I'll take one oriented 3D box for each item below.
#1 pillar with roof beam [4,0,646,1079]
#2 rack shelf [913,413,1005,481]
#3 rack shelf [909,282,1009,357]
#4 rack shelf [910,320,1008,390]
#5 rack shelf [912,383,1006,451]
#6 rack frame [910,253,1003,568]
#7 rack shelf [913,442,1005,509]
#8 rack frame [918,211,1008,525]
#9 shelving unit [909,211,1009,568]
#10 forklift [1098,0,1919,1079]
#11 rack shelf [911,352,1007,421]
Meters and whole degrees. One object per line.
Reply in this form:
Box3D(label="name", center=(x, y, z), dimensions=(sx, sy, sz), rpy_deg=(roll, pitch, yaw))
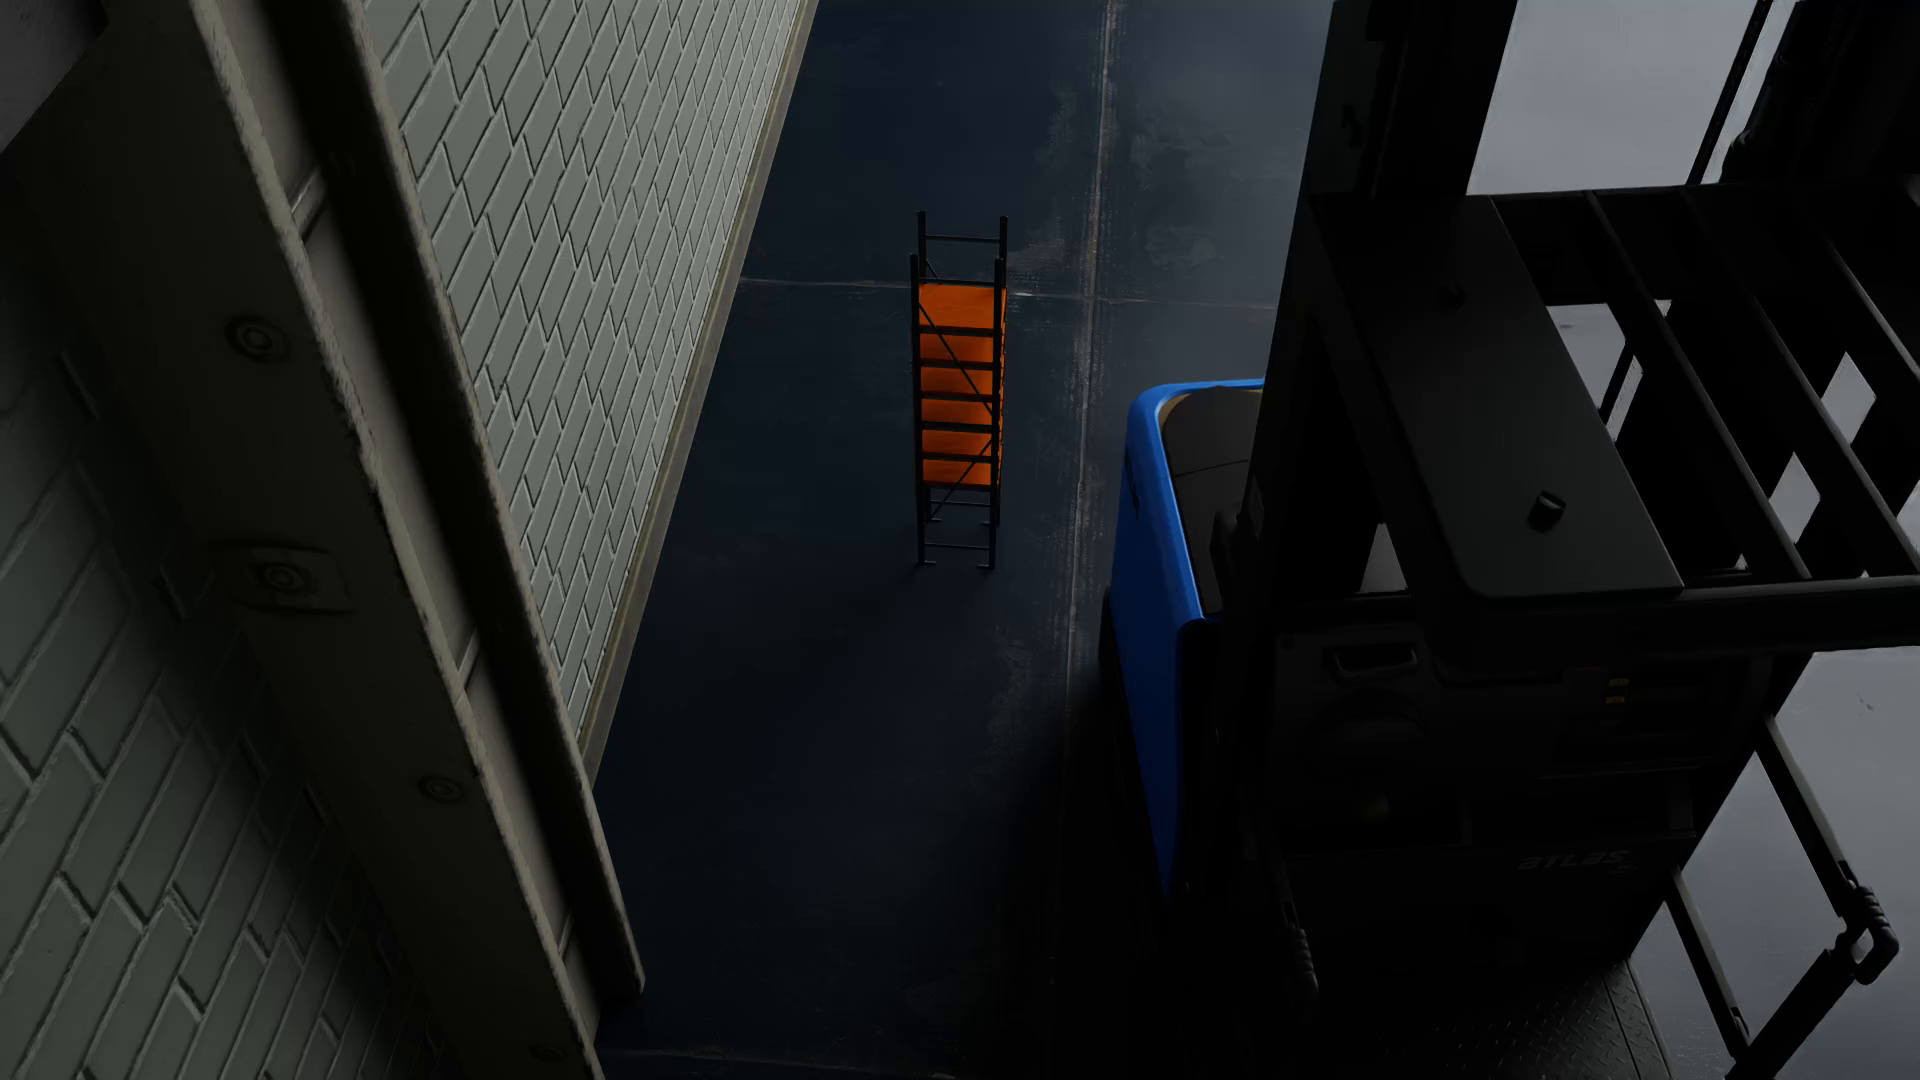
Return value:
Box3D(label="pillar with roof beam", center=(3.316, -1.504, 0.527), dimensions=(9.100, 9.000, 0.400), rpy_deg=(4, 48, 4))
Box3D(label="rack shelf", center=(-0.001, -0.283, 4.919), dimensions=(0.258, 0.103, 0.180), rpy_deg=(4, 48, 4))
Box3D(label="rack shelf", center=(-0.001, -0.607, 4.565), dimensions=(0.258, 0.103, 0.180), rpy_deg=(4, 48, 4))
Box3D(label="rack shelf", center=(-0.001, -0.526, 4.653), dimensions=(0.258, 0.103, 0.180), rpy_deg=(4, 48, 4))
Box3D(label="rack shelf", center=(-0.001, -0.364, 4.830), dimensions=(0.258, 0.103, 0.180), rpy_deg=(4, 48, 4))
Box3D(label="rack frame", center=(-0.010, -0.327, 4.736), dimensions=(0.240, 1.200, 0.006), rpy_deg=(4, 48, 4))
Box3D(label="rack shelf", center=(-0.001, -0.202, 5.007), dimensions=(0.258, 0.103, 0.180), rpy_deg=(4, 48, 4))
Box3D(label="rack frame", center=(0.007, -0.462, 4.859), dimensions=(0.240, 1.200, 0.006), rpy_deg=(4, 48, 4))
Box3D(label="shelving unit", center=(-0.001, -0.394, 4.798), dimensions=(0.258, 1.200, 0.189), rpy_deg=(4, 48, 4))
Box3D(label="forklift", center=(1.043, 0.403, 2.895), dimensions=(1.130, 2.935, 3.031), rpy_deg=(-4, 48, -3))
Box3D(label="rack shelf", center=(-0.001, -0.445, 4.742), dimensions=(0.258, 0.103, 0.180), rpy_deg=(4, 48, 4))
